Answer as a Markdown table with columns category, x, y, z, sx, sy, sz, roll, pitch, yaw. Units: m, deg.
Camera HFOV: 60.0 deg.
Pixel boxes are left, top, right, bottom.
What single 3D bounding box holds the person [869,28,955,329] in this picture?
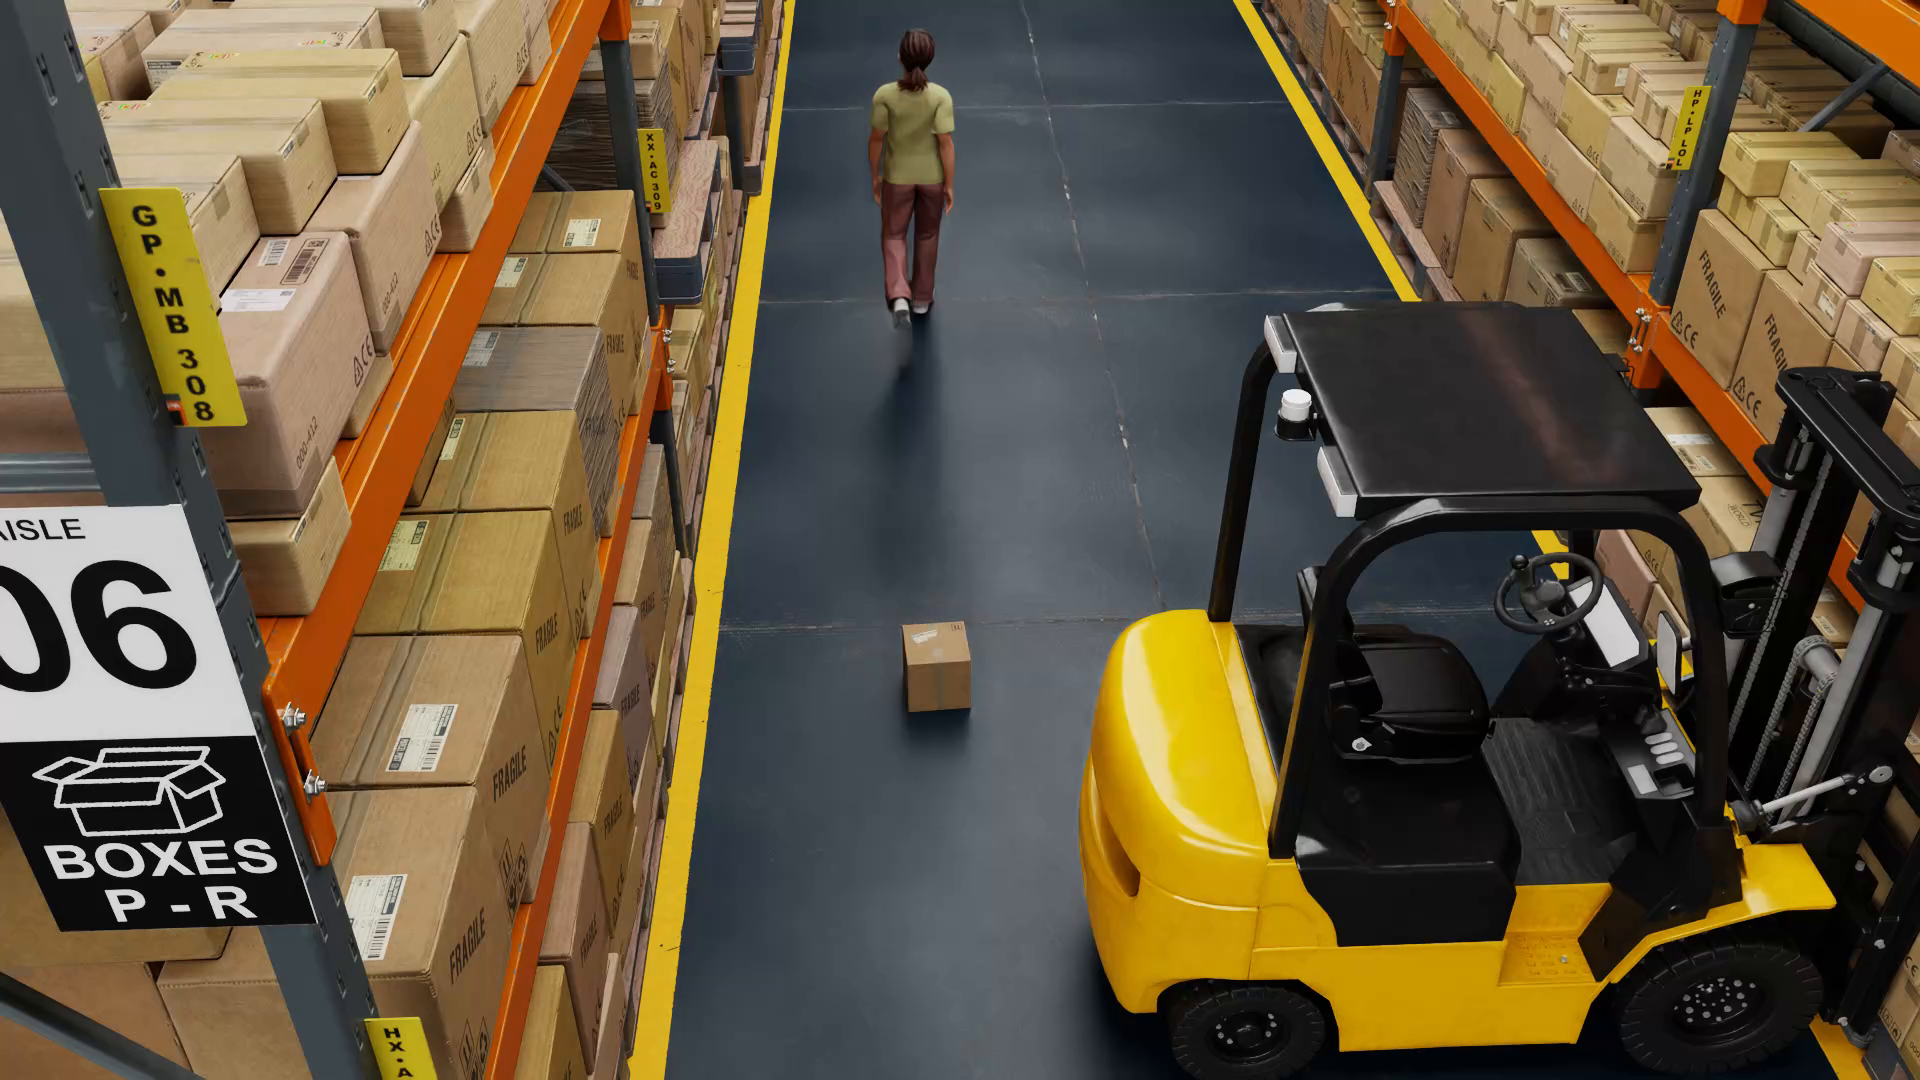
| category | x | y | z | sx | sy | sz | roll | pitch | yaw |
| --- | --- | --- | --- | --- | --- | --- | --- | --- | --- |
| person | -0.251 | -1.882 | 8.784 | 0.452 | 1.641 | 0.790 | 0 | 35 | 0 |
